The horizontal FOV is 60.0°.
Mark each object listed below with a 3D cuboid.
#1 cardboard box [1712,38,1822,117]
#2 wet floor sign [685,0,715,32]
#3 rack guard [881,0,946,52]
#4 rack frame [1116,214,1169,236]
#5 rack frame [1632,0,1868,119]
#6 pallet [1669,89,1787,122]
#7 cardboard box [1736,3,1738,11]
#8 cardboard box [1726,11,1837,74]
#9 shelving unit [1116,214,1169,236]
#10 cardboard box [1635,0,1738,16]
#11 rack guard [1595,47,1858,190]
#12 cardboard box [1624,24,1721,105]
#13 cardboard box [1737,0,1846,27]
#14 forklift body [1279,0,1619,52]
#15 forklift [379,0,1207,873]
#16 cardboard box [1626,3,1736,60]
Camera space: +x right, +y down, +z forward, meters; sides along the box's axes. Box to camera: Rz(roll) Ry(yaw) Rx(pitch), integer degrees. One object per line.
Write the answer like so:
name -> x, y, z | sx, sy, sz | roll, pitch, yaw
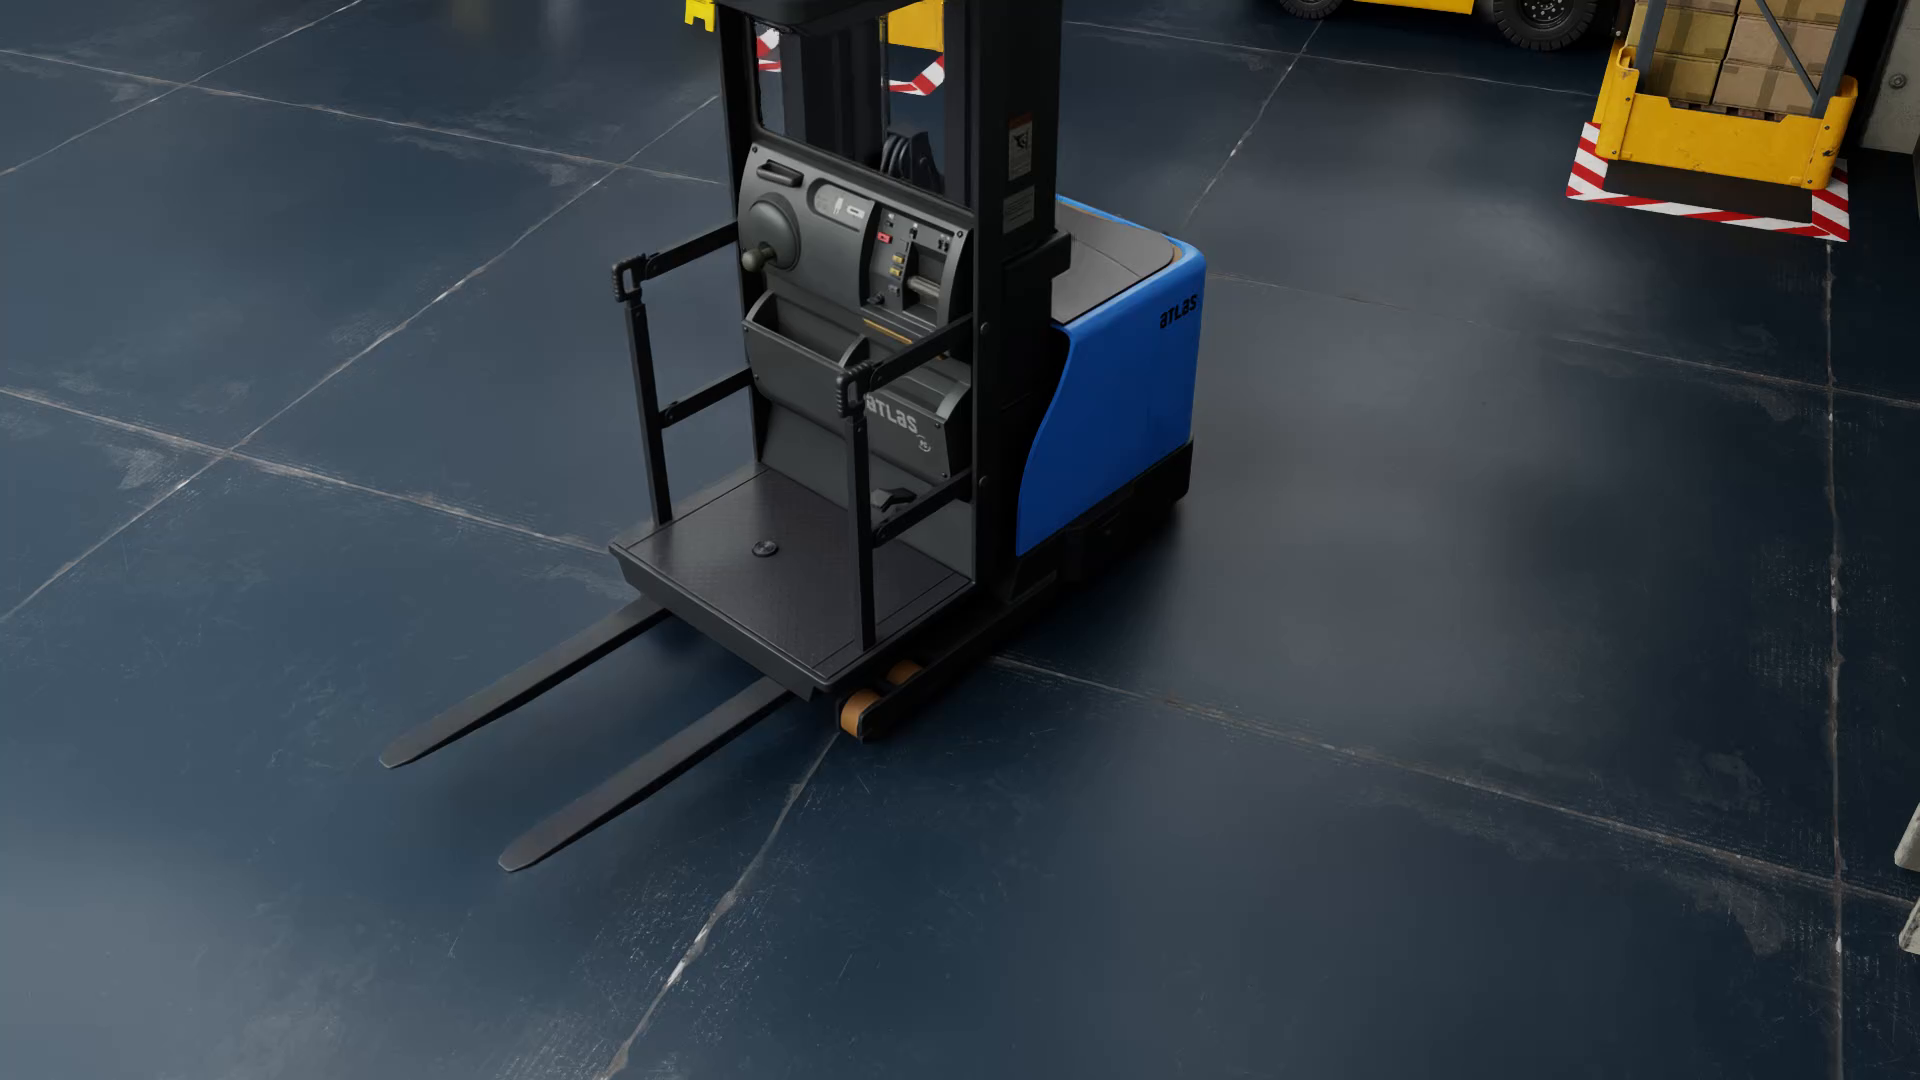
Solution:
cardboard box -> 4.429, -2.556, 9.110 | 0.500, 0.250, 0.500 | 14, 39, 18
wet floor sign -> -1.593, -3.586, 10.509 | 0.267, 0.644, 0.232 | 29, 45, 33
rack guard -> -0.502, -3.431, 10.423 | 1.175, 0.500, 0.348 | 14, 39, 18
rack frame -> 0.681, -0.843, 6.626 | 0.240, 0.900, 0.006 | 27, 41, 31
rack frame -> 4.061, -3.262, 8.108 | 1.000, 3.000, 0.127 | 14, 39, 18
pallet -> 4.313, -2.578, 9.522 | 1.003, 0.211, 1.213 | 14, 39, 18
cardboard box -> 4.612, -3.022, 9.316 | 0.500, 0.250, 0.500 | 13, 39, 17
cardboard box -> 4.432, -2.742, 8.941 | 0.500, 0.250, 0.500 | 15, 39, 19
shelving unit -> 0.616, -0.801, 6.560 | 0.258, 0.900, 0.210 | 27, 41, 31
cardboard box -> 3.948, -3.055, 8.943 | 0.500, 0.250, 0.500 | 15, 39, 19
rack guard -> 4.052, -2.247, 8.839 | 1.175, 0.500, 0.348 | 14, 39, 18
cardboard box -> 3.947, -2.661, 9.250 | 0.500, 0.250, 0.500 | 14, 39, 18
cardboard box -> 4.419, -2.952, 8.805 | 0.500, 0.250, 0.500 | 13, 39, 17
forklift body -> 3.095, -4.387, 10.323 | 2.313, 2.155, 1.214 | 14, 39, 18
forklift -> -0.483, -0.872, 4.968 | 1.130, 2.935, 3.031 | 29, 45, 33
cardboard box -> 3.957, -2.870, 9.112 | 0.500, 0.250, 0.500 | 13, 39, 17
